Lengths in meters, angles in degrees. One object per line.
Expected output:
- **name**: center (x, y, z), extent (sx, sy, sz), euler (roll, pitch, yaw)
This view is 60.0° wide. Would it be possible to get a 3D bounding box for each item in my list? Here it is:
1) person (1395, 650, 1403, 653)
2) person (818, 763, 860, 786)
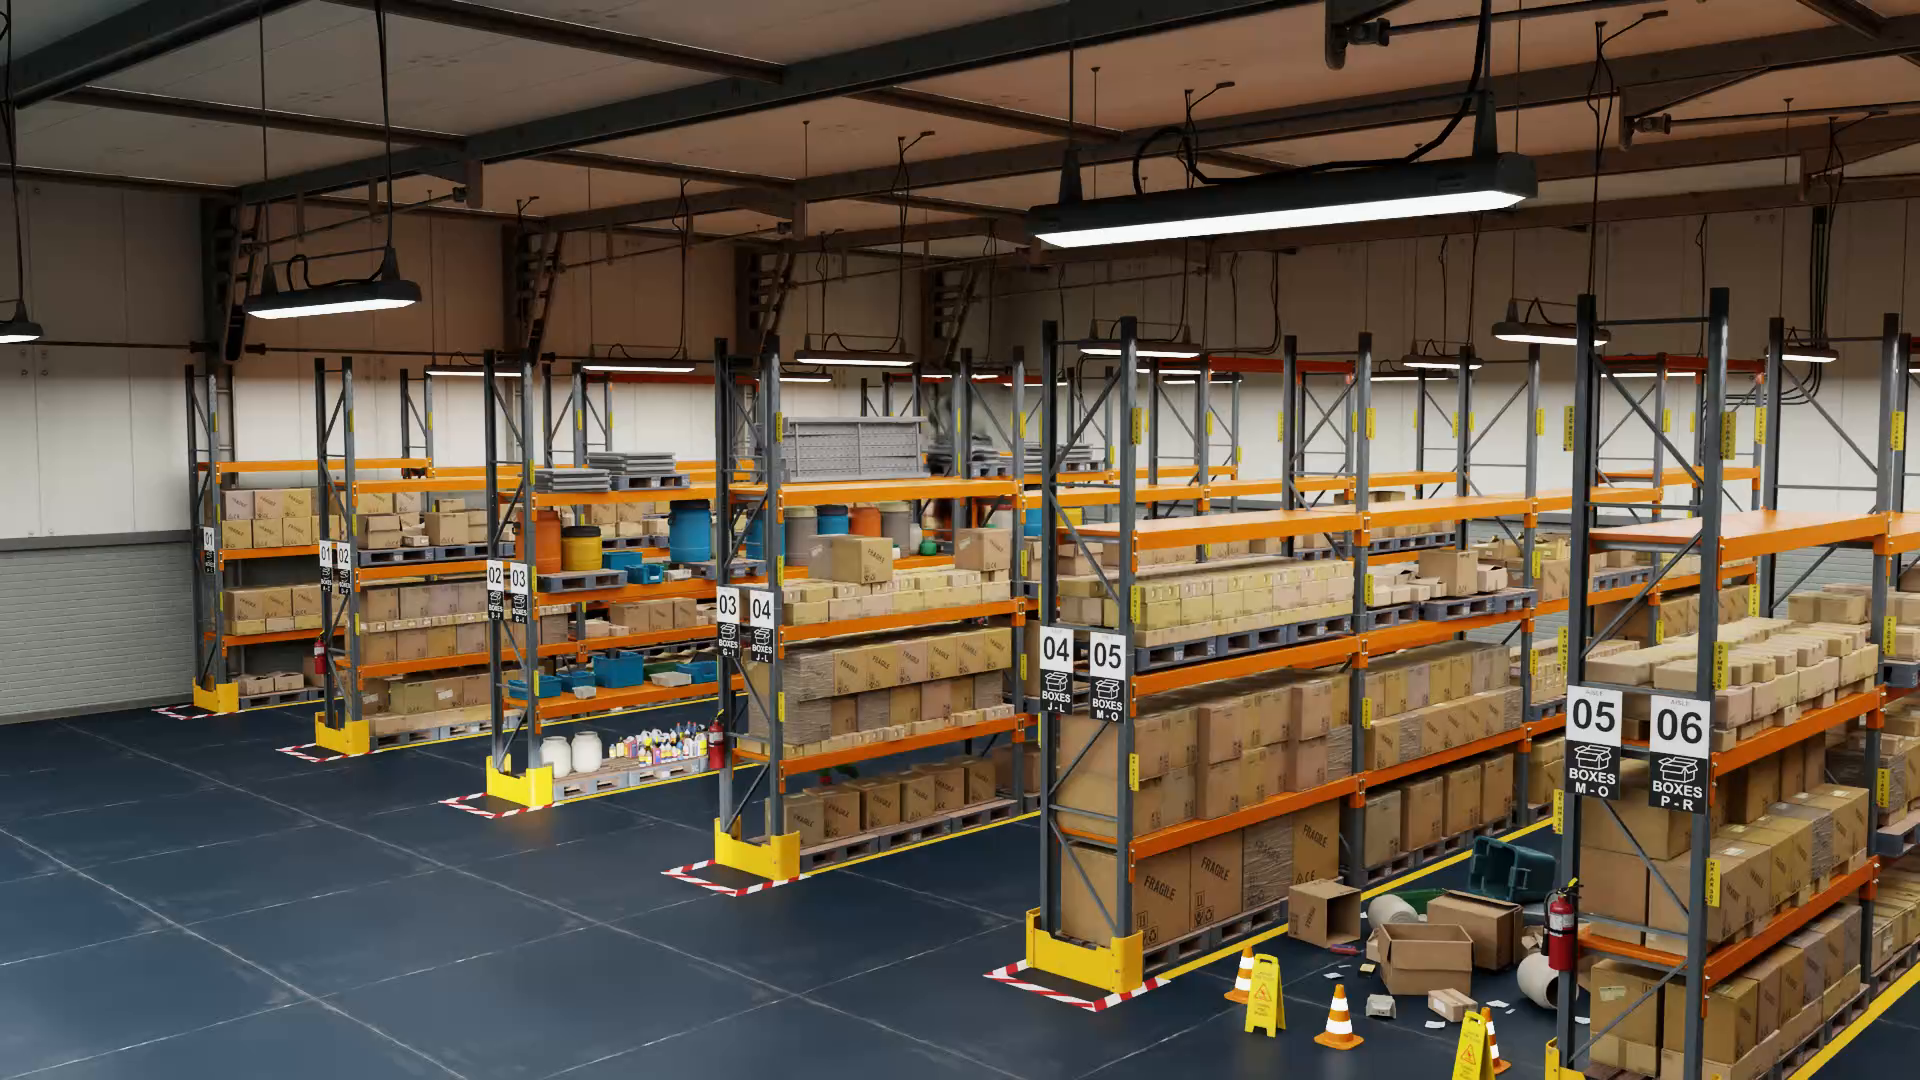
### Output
- **person**: center (6.352, 2.454, 24.086), extent (0.675, 1.735, 0.667), euler (3, 5, 34)
- **person**: center (-1.662, 2.596, 22.167), extent (0.663, 1.748, 0.780), euler (3, 5, 33)
